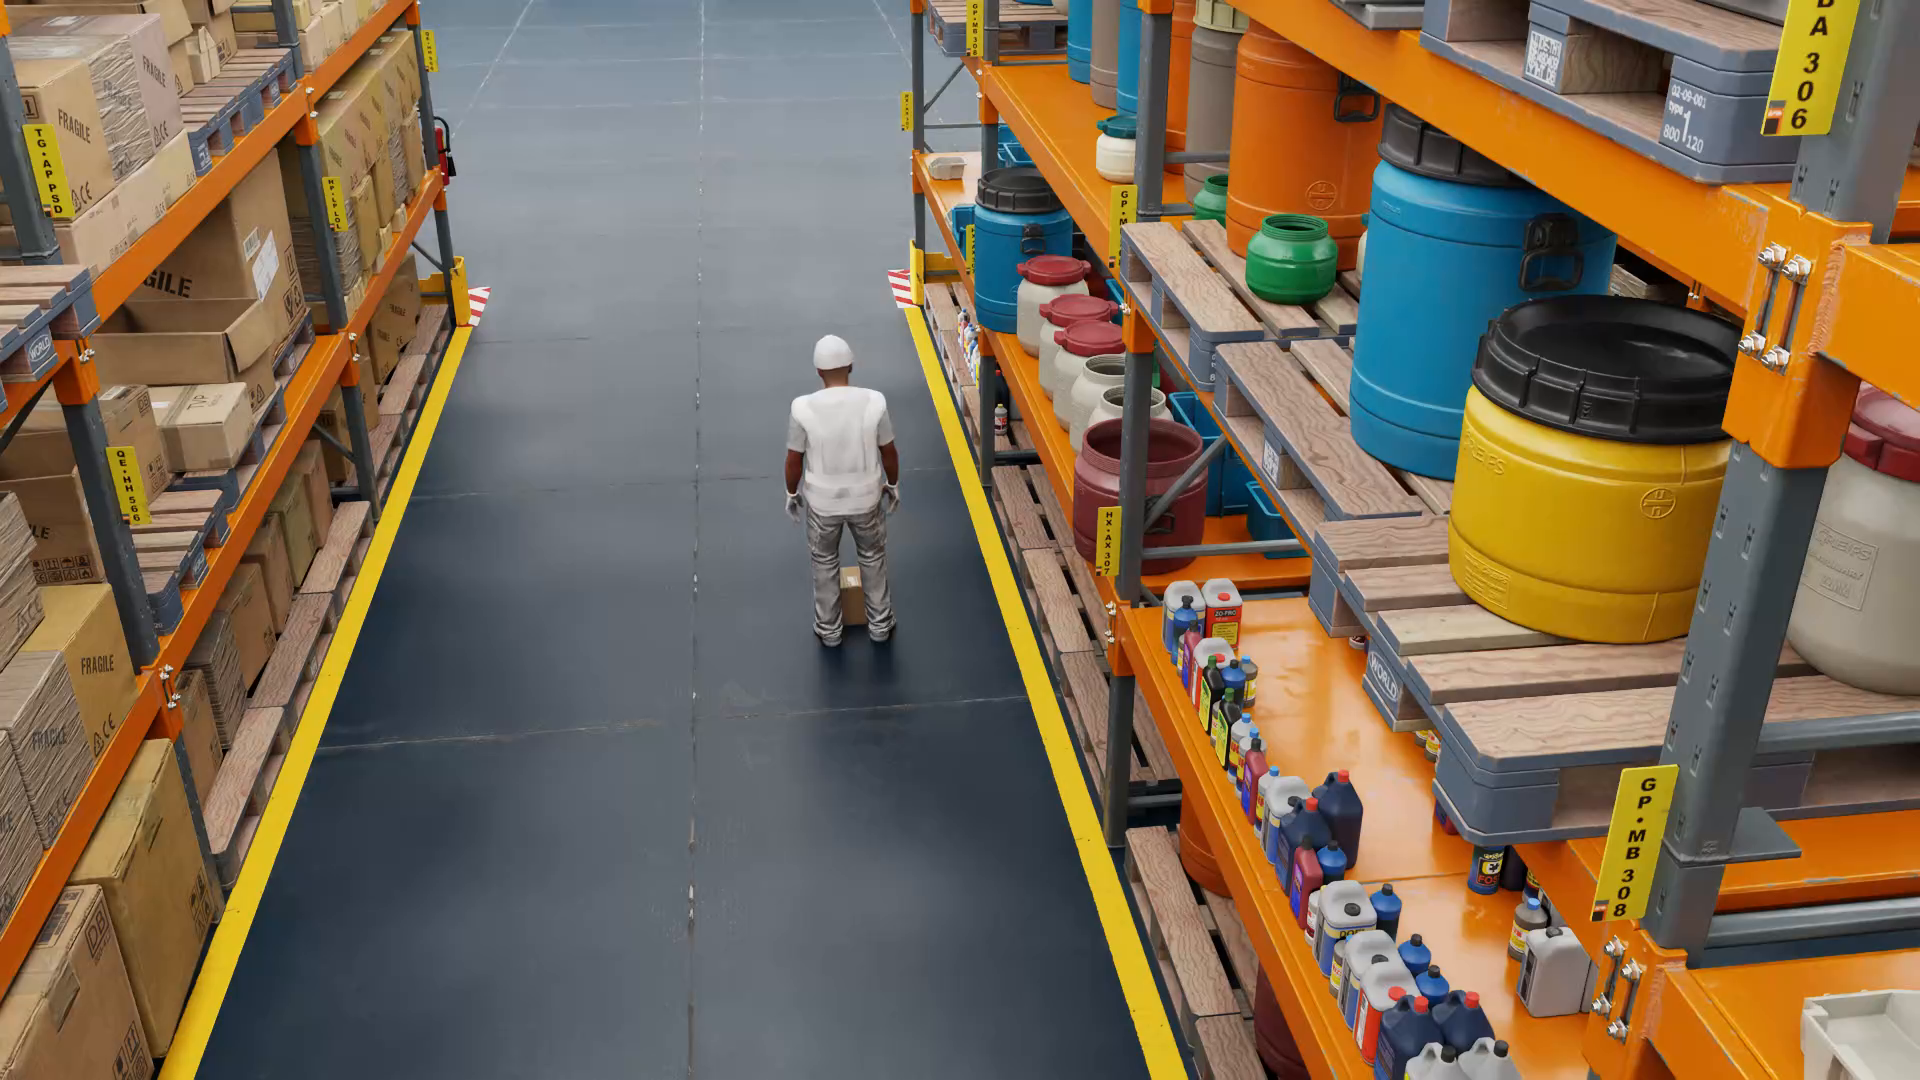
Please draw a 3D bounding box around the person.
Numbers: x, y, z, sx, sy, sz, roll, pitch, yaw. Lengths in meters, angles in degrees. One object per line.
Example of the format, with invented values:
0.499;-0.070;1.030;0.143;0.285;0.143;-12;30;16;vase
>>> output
-0.638;-0.251;9.099;0.628;1.774;0.453;-4;27;-8;person
